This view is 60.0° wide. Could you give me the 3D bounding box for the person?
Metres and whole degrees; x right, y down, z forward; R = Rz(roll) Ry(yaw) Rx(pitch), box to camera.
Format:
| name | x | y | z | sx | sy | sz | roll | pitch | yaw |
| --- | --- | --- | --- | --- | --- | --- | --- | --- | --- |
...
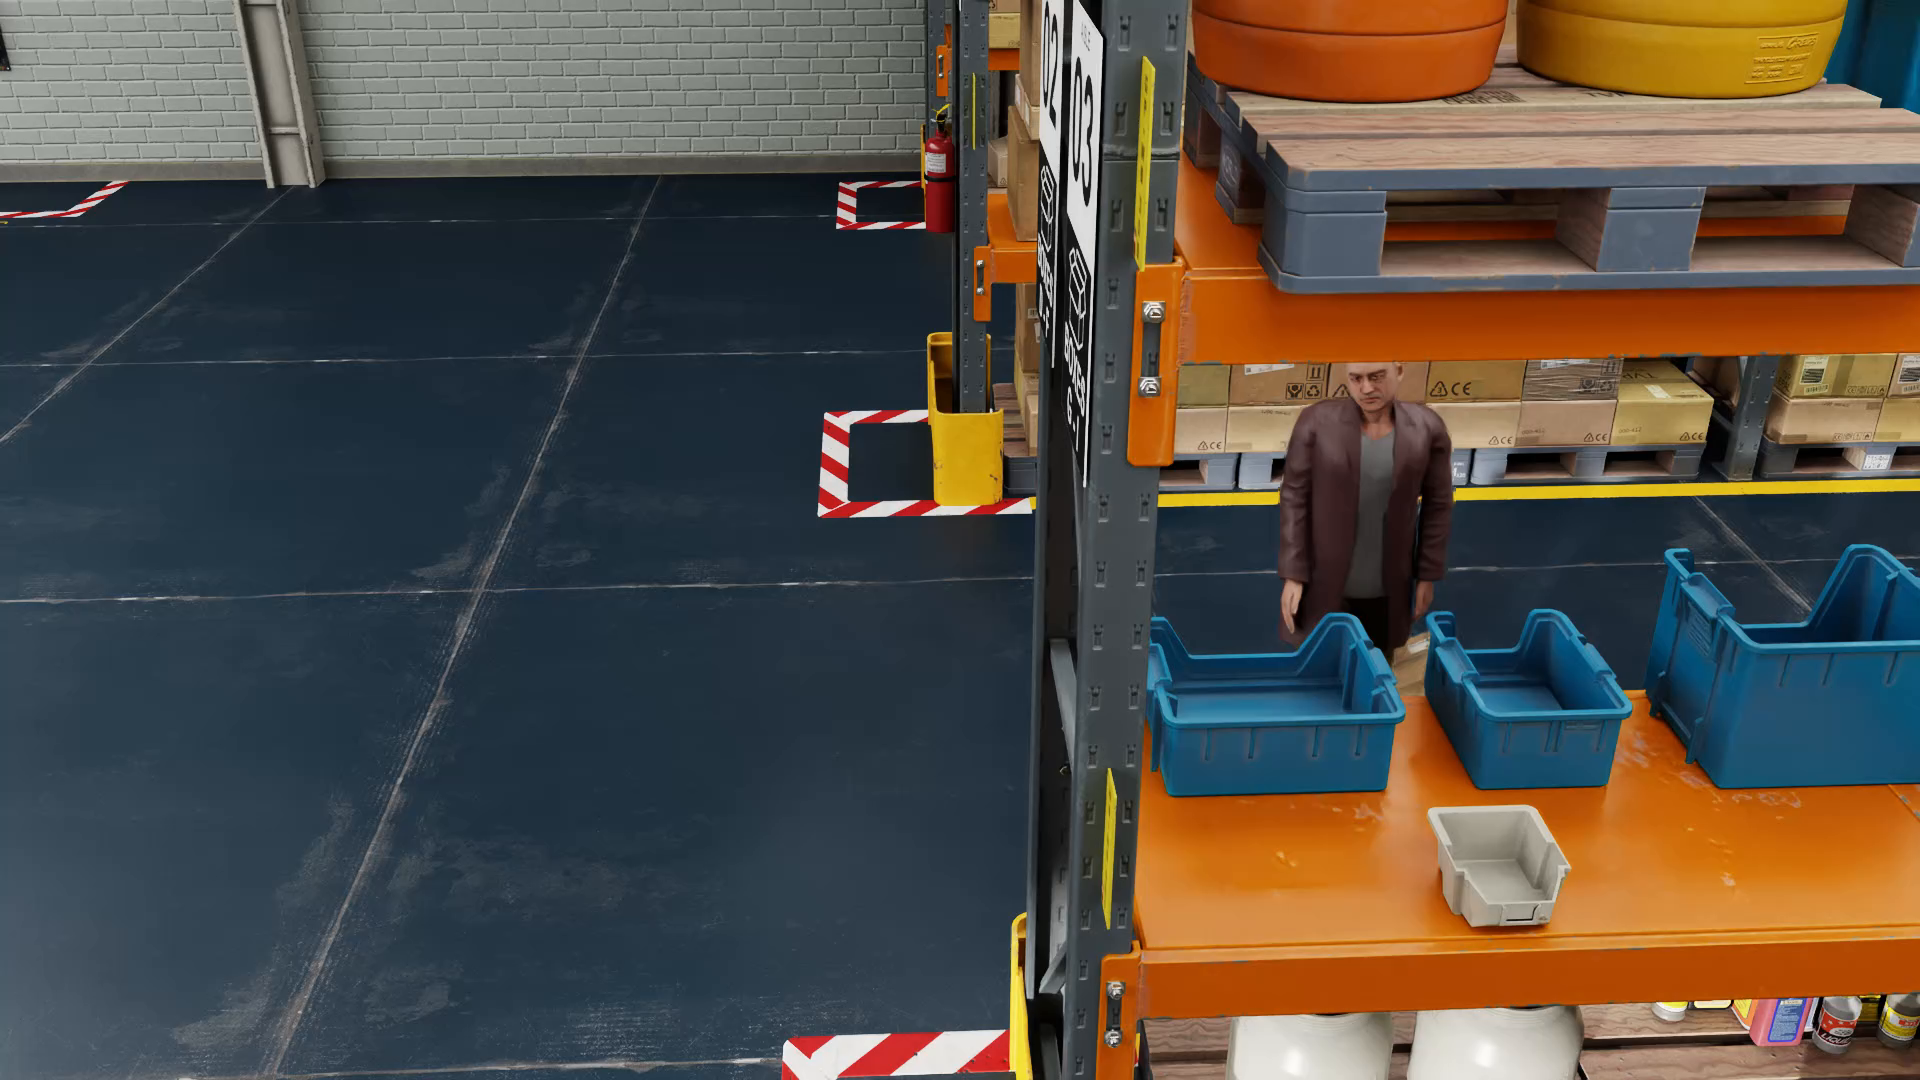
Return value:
| name | x | y | z | sx | sy | sz | roll | pitch | yaw |
| --- | --- | --- | --- | --- | --- | --- | --- | --- | --- |
| person | 1.396 | 0.268 | 5.776 | 0.609 | 1.586 | 0.586 | -2 | 27 | -4 |
